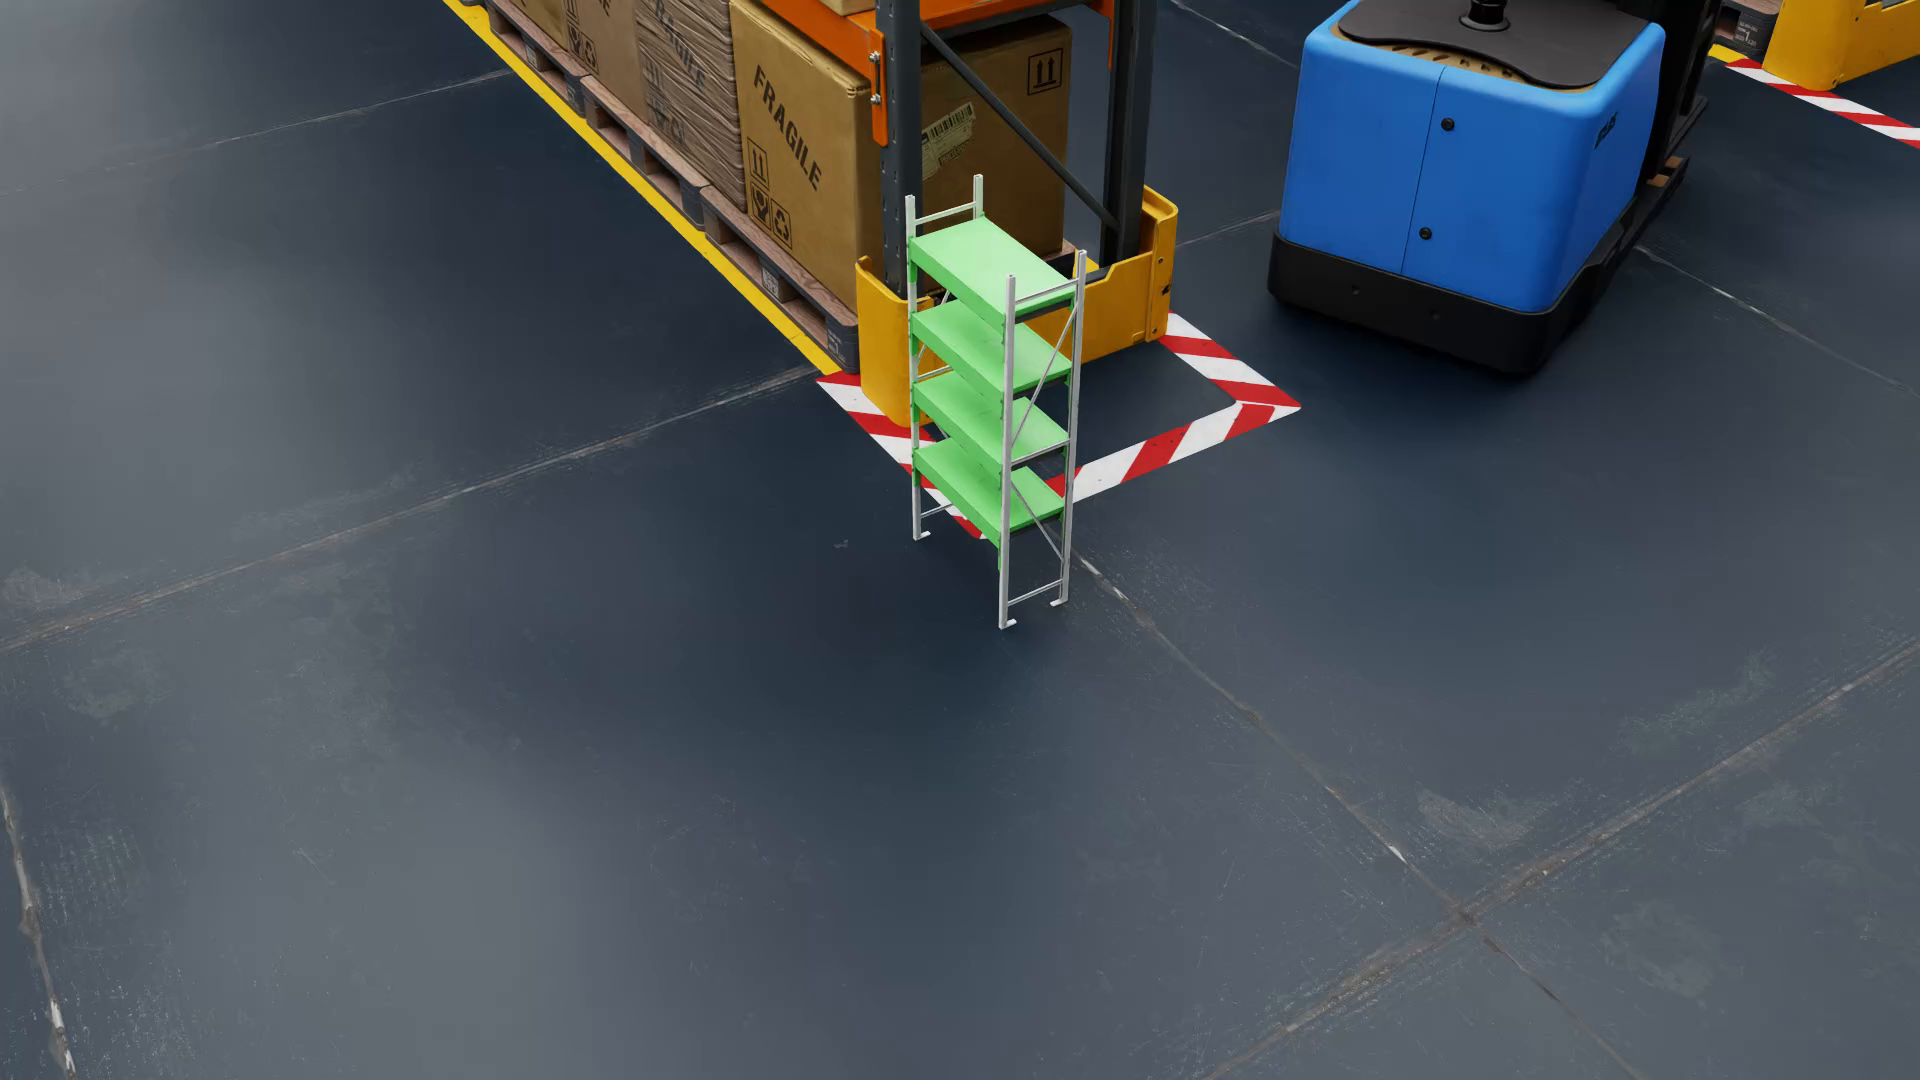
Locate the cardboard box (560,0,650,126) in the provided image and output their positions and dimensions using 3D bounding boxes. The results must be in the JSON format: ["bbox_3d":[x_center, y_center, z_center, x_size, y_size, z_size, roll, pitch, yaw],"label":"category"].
[{"bbox_3d":[-1.183,-2.462,7.193,0.875,0.875,0.875,-22,45,-24],"label":"cardboard box"}]

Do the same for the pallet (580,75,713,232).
[{"bbox_3d":[-0.951,-1.818,7.267,1.003,0.211,1.213,-22,45,-24],"label":"pallet"}]

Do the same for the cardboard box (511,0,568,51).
[{"bbox_3d":[-1.667,-2.947,7.775,0.875,0.875,0.875,-22,45,-24],"label":"cardboard box"}]

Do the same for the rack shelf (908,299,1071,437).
[{"bbox_3d":[0.089,-0.507,4.646,0.258,0.148,0.480,-22,45,-24],"label":"rack shelf"}]

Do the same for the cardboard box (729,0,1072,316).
[{"bbox_3d":[-0.215,-1.490,6.027,0.875,0.875,0.875,-22,45,-24],"label":"cardboard box"}]

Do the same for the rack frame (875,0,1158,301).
[{"bbox_3d":[0.197,-1.827,5.099,1.000,3.000,0.127,-22,45,-24],"label":"rack frame"}]

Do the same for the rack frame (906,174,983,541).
[{"bbox_3d":[-0.042,-0.503,4.917,0.240,1.200,0.015,-22,45,-24],"label":"rack frame"}]

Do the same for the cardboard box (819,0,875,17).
[{"bbox_3d":[-0.272,-1.809,5.274,0.380,0.149,0.250,-21,44,-24],"label":"cardboard box"}]

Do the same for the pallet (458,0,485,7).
[{"bbox_3d":[-2.433,-3.305,9.052,1.003,0.211,1.213,-22,45,-24],"label":"pallet"}]

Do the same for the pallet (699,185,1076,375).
[{"bbox_3d":[-0.299,-1.160,6.478,1.003,0.211,1.213,-22,45,-24],"label":"pallet"}]

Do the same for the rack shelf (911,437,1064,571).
[{"bbox_3d":[0.089,-0.138,4.953,0.258,0.148,0.480,-22,45,-24],"label":"rack shelf"}]

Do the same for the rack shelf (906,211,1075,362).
[{"bbox_3d":[0.089,-0.691,4.492,0.258,0.148,0.480,-22,45,-24],"label":"rack shelf"}]

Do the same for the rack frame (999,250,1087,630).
[{"bbox_3d":[0.220,-0.240,4.601,0.240,1.200,0.015,-22,45,-24],"label":"rack frame"}]

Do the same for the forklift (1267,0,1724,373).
[{"bbox_3d":[2.394,-2.623,6.108,1.130,2.935,3.031,23,45,25],"label":"forklift"}]

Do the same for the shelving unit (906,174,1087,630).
[{"bbox_3d":[0.089,-0.372,4.759,0.258,1.200,0.503,-22,45,-24],"label":"shelving unit"}]

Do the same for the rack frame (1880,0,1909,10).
[{"bbox_3d":[4.373,-3.532,7.145,1.000,3.000,0.127,-22,45,-24],"label":"rack frame"}]

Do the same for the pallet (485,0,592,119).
[{"bbox_3d":[-1.611,-2.477,8.058,1.003,0.211,1.213,-22,45,-24],"label":"pallet"}]

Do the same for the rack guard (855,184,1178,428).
[{"bbox_3d":[0.210,-0.854,5.884,1.175,0.500,0.348,-22,45,-24],"label":"rack guard"}]

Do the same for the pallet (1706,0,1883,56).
[{"bbox_3d":[3.962,-2.919,8.588,1.003,0.211,1.213,-22,45,-24],"label":"pallet"}]

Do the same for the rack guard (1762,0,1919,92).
[{"bbox_3d":[4.397,-2.563,7.935,1.175,0.500,0.348,-22,45,-24],"label":"rack guard"}]

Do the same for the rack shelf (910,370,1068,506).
[{"bbox_3d":[0.089,-0.322,4.799,0.258,0.148,0.480,-22,45,-24],"label":"rack shelf"}]

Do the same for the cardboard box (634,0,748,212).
[{"bbox_3d":[-0.704,-1.981,6.616,0.875,0.875,0.875,-22,45,-24],"label":"cardboard box"}]

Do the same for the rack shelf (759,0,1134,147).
[{"bbox_3d":[-0.879,-2.630,6.625,1.077,0.370,4.000,-22,45,-24],"label":"rack shelf"}]
